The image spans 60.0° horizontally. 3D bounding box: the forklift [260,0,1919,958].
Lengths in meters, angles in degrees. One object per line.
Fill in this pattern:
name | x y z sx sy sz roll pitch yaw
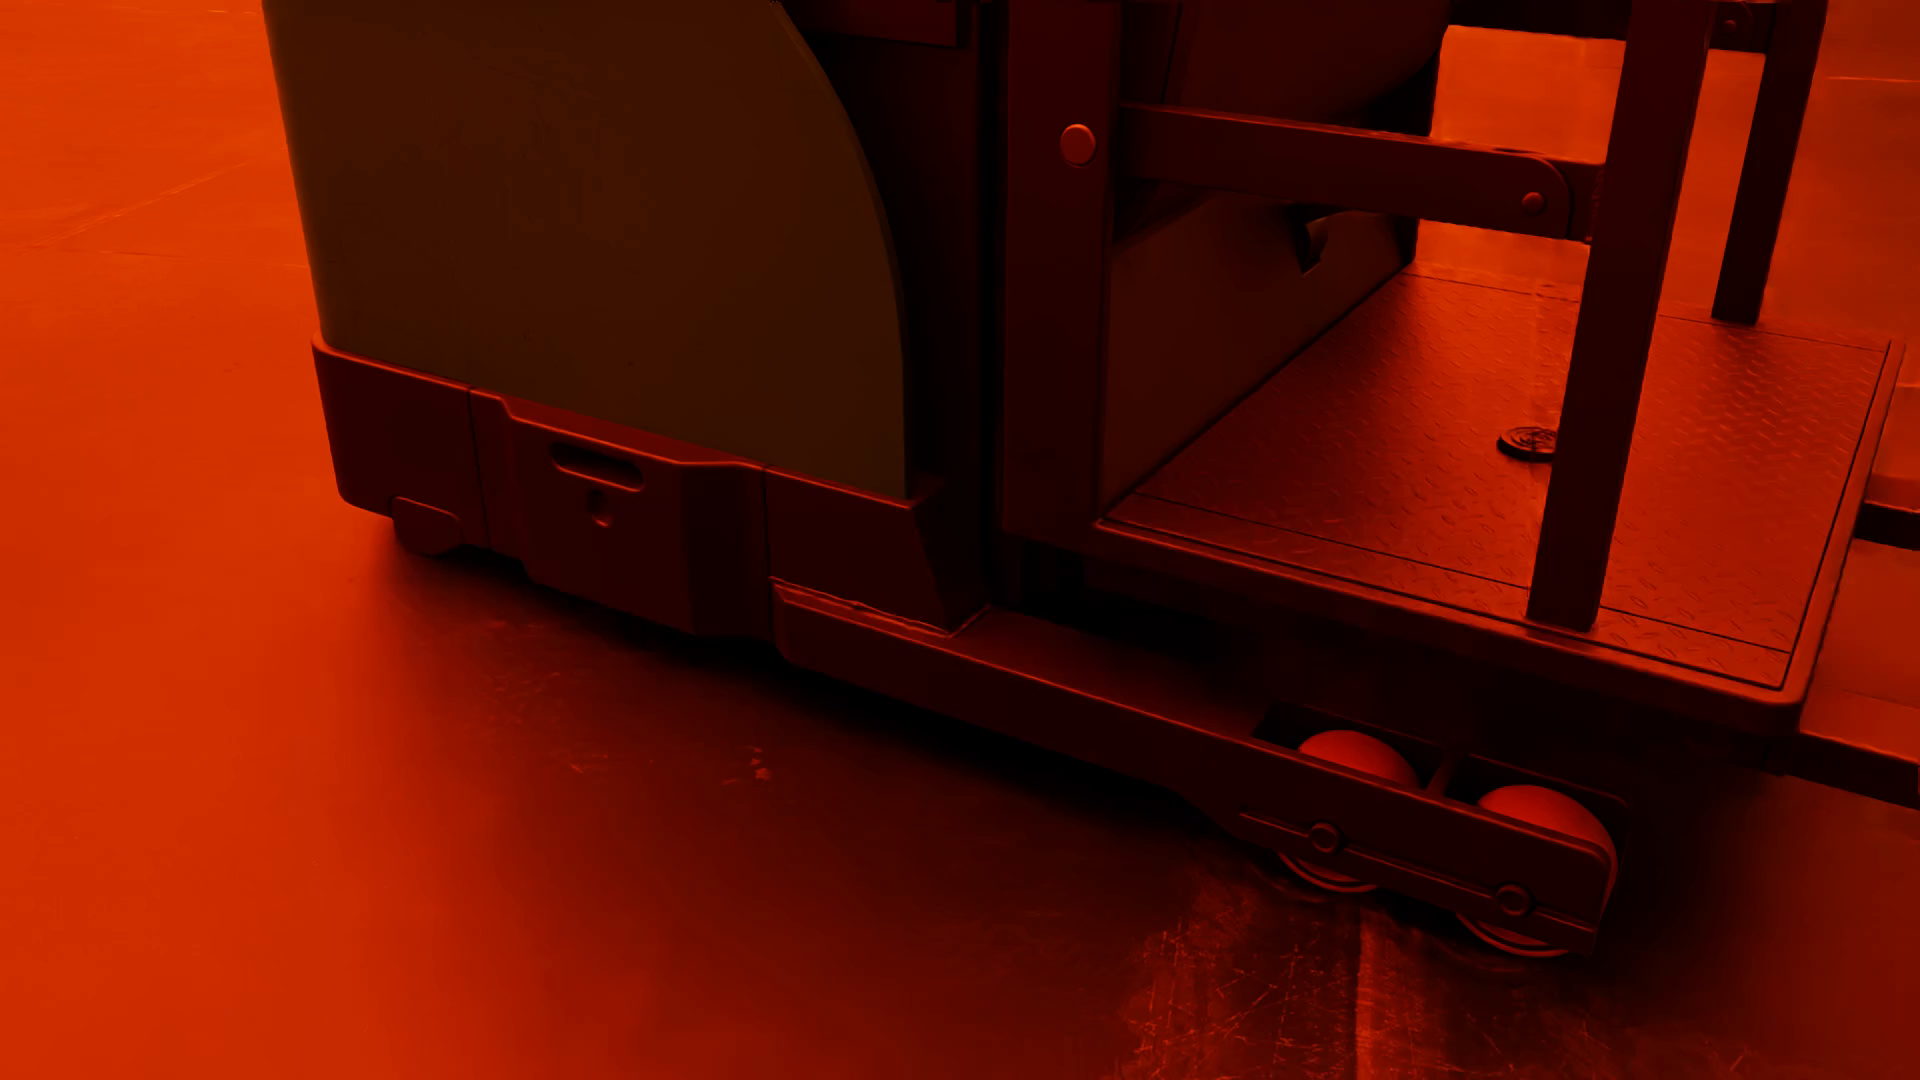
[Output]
forklift | 0.591 -1.165 1.555 3.031 2.935 1.130 15 31 28
